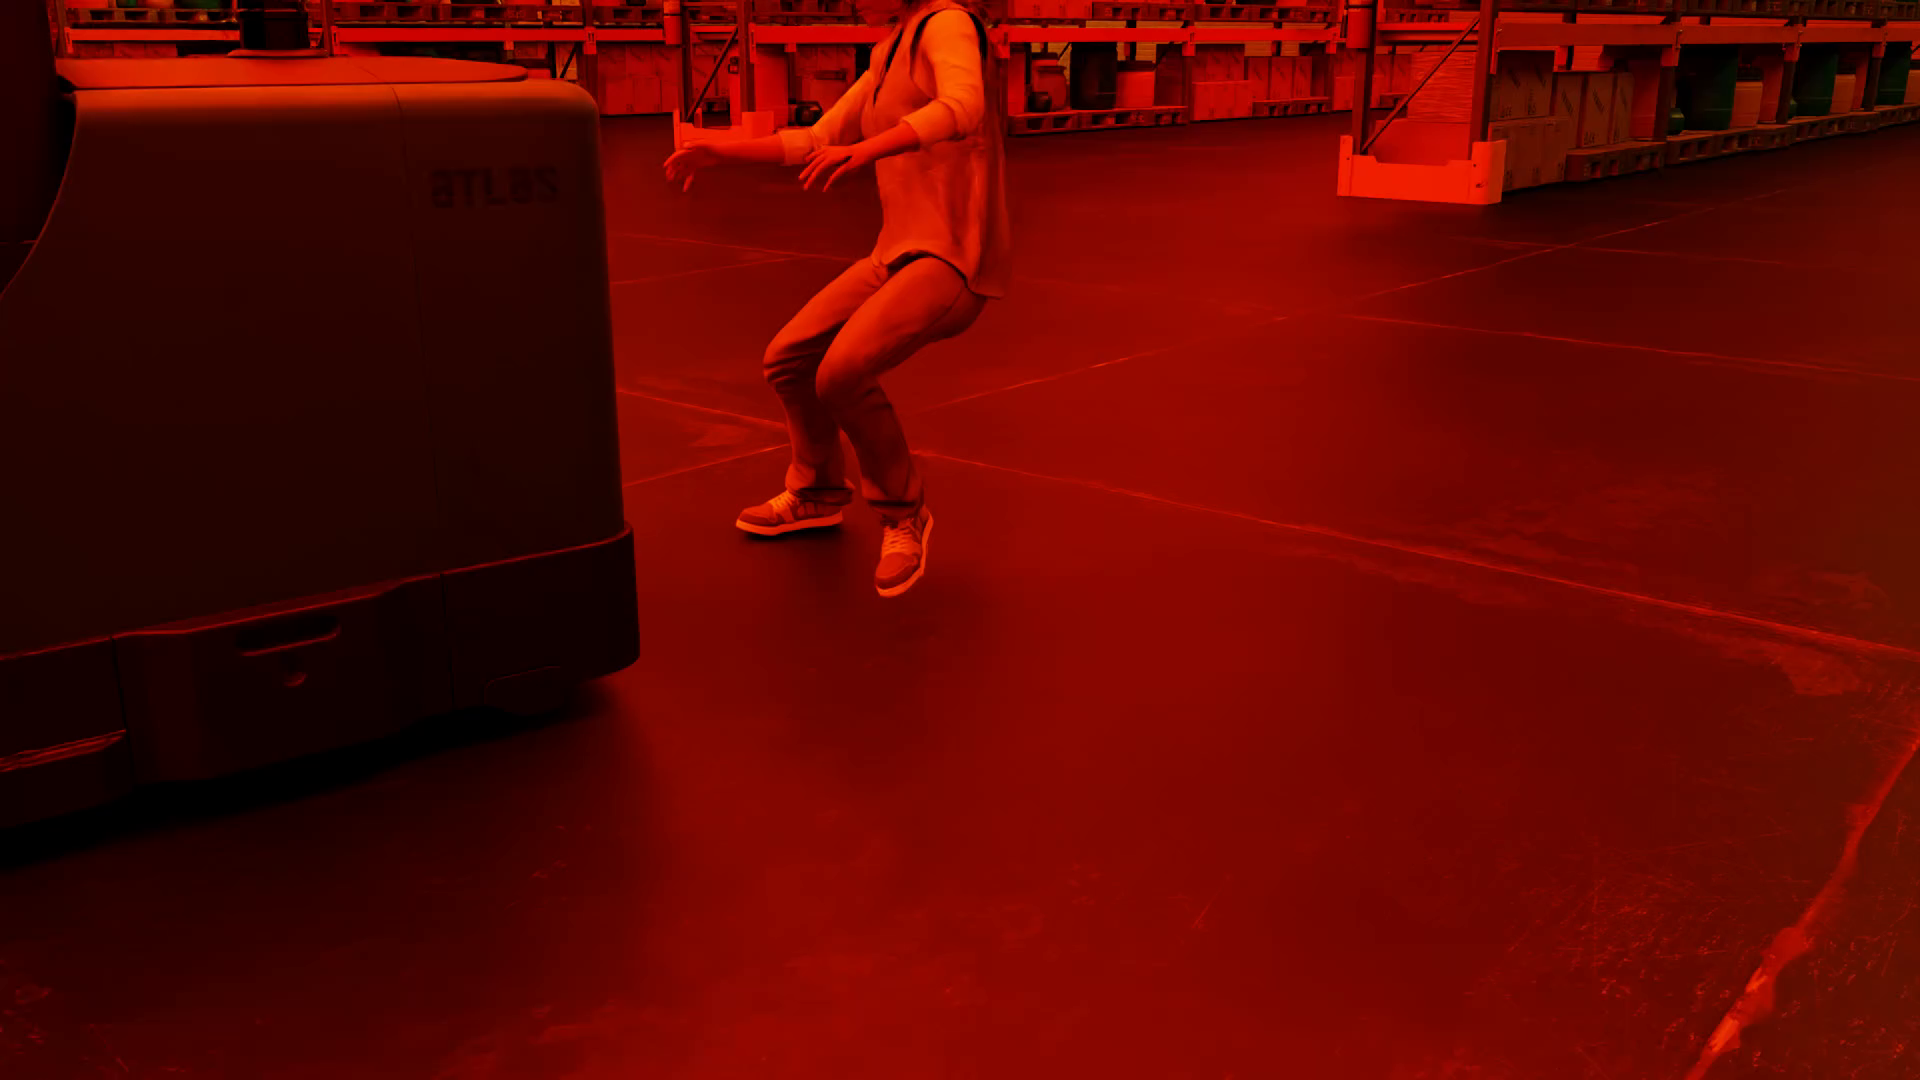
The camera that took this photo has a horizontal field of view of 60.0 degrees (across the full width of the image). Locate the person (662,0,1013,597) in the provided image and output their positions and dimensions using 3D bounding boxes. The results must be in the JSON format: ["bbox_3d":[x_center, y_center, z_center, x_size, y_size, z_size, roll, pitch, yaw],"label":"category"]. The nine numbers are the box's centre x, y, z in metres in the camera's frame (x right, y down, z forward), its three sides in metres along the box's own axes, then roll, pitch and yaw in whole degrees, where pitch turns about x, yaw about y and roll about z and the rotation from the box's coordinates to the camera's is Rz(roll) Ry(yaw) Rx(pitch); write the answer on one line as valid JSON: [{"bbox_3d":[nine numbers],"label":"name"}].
[{"bbox_3d":[-0.244,-0.599,3.509,0.680,1.393,0.823,-6,18,-19],"label":"person"}]

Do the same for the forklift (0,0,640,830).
[{"bbox_3d":[-2.060,-0.972,2.099,3.031,2.935,1.130,-12,21,-35],"label":"forklift"}]
